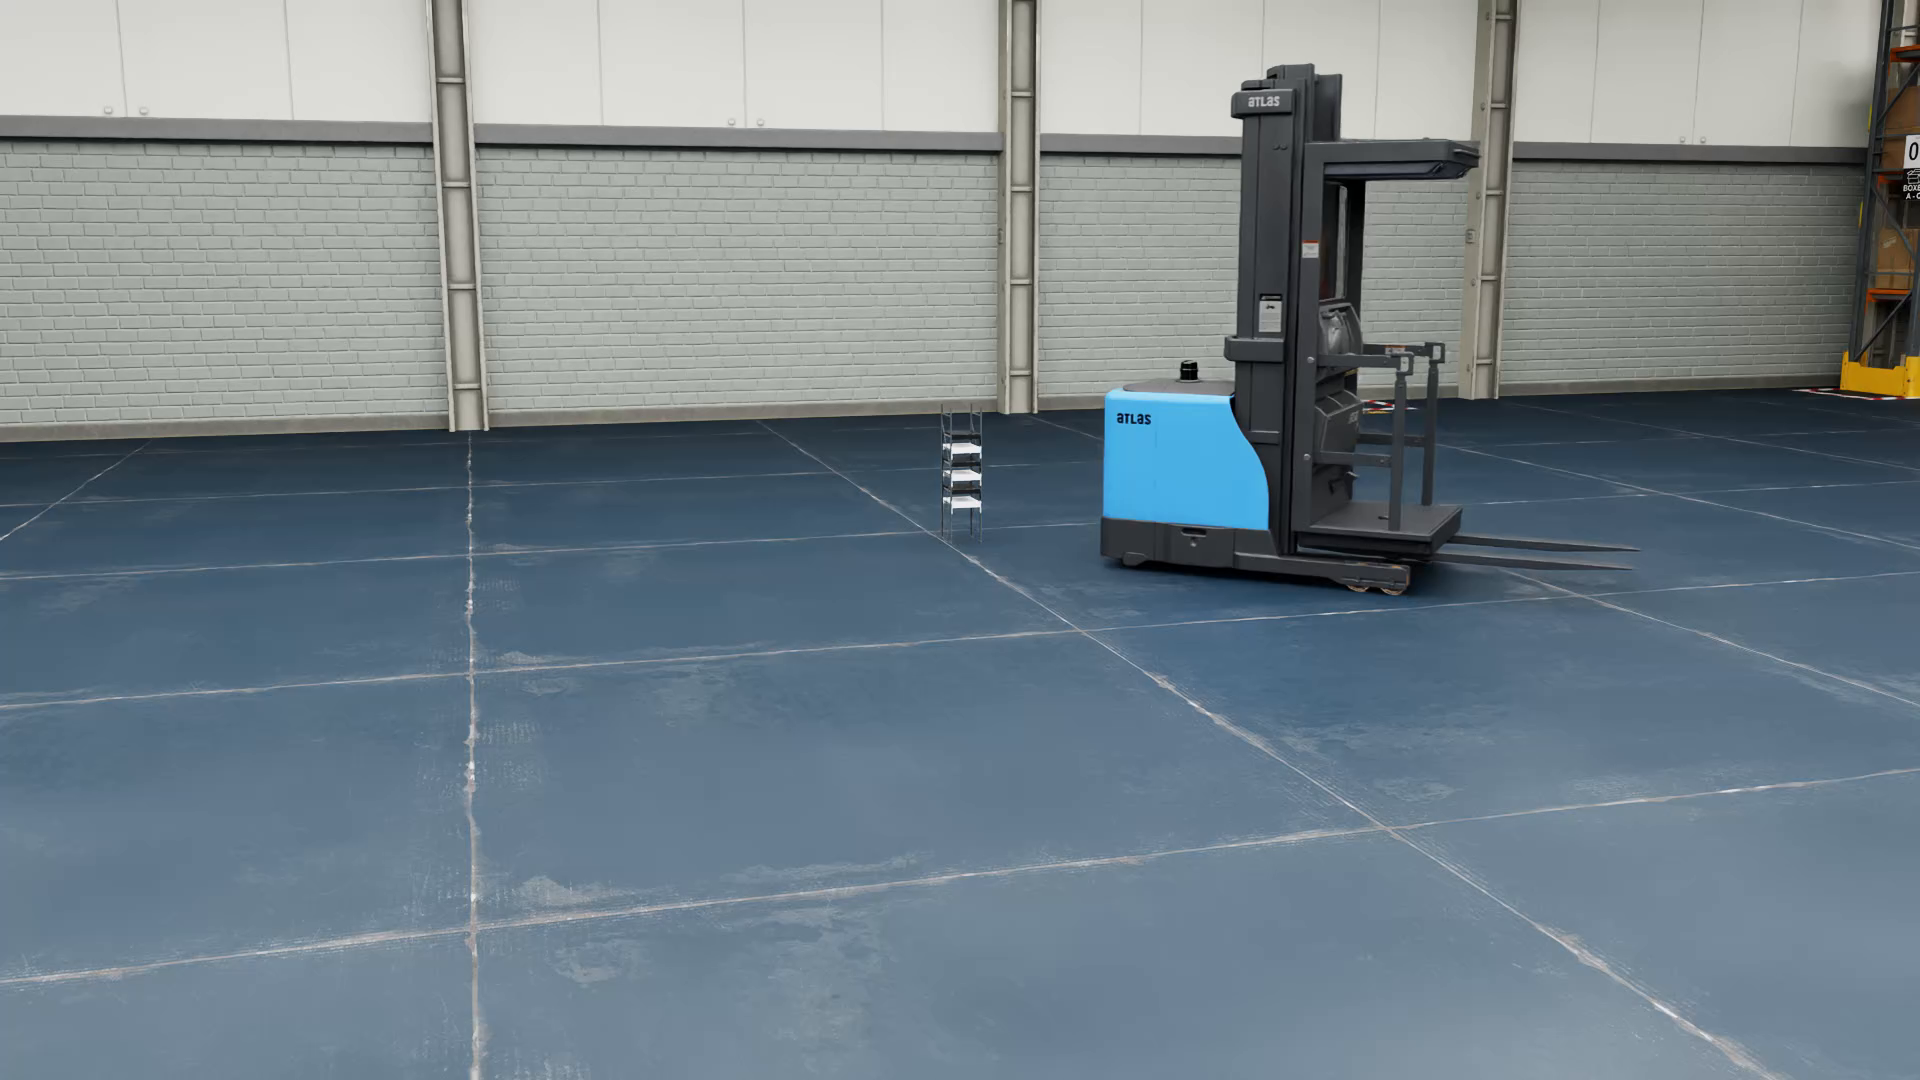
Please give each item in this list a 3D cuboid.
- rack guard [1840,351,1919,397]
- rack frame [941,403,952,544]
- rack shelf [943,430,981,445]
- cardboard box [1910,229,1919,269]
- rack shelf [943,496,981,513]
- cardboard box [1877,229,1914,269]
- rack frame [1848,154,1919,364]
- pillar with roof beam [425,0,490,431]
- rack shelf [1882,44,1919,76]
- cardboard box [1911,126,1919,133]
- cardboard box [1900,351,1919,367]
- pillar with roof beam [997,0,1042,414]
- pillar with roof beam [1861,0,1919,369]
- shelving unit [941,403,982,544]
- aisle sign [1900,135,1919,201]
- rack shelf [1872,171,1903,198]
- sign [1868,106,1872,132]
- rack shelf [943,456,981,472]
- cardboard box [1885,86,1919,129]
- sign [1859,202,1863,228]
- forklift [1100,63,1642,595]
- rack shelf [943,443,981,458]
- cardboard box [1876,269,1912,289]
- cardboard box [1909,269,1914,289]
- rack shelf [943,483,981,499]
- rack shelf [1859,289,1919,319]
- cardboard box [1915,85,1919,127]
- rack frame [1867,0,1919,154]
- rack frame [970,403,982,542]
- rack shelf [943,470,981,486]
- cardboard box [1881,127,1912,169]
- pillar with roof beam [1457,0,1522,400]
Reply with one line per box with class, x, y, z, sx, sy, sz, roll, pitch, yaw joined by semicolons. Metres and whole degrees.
rack guard;11.818;-2.128;21.226;0.348;0.500;1.175;-3;11;-16
rack frame;-0.090;-0.438;10.939;0.006;0.900;0.240;-3;11;-16
rack shelf;0.008;-0.676;10.924;0.200;0.077;0.258;-3;11;-16
cardboard box;12.287;-3.630;20.770;0.500;0.500;0.500;-3;11;-16
rack shelf;0.008;-0.233;11.006;0.200;0.077;0.258;-3;11;-16
cardboard box;12.138;-3.719;21.253;0.500;0.500;0.500;-3;11;-17
rack frame;11.745;-3.354;20.979;0.127;3.000;1.000;-3;11;-16
pillar with roof beam;-3.904;-4.831;12.432;0.400;9.000;9.100;-3;11;-16
rack shelf;13.665;-6.050;21.051;4.000;0.370;1.077;-3;11;-16
cardboard box;12.136;-4.861;20.552;0.500;0.500;0.500;-3;11;-14
cardboard box;12.435;-2.267;21.287;0.500;0.311;0.500;-4;11;-22
pillar with roof beam;1.857;-5.134;14.081;0.400;9.000;9.100;-3;11;-16
pillar with roof beam;13.379;-5.742;17.380;0.400;9.000;9.100;-3;11;-16
shelving unit;0.008;-0.443;10.967;0.210;0.900;0.258;-3;11;-16
aisle sign;11.760;-4.576;20.440;0.004;0.787;0.394;-3;11;-16
rack shelf;13.665;-4.576;21.322;4.000;0.370;1.077;-3;11;-16
sign;11.609;-5.362;21.156;0.005;0.325;0.100;-3;11;-16
rack shelf;0.008;-0.499;10.957;0.200;0.077;0.258;-3;11;-16
cardboard box;12.086;-5.447;20.971;0.500;0.500;0.500;-3;11;-13
sign;11.609;-4.176;21.375;0.005;0.325;0.100;-3;11;-16
forklift;2.413;-1.241;9.691;3.031;2.935;1.130;5;12;25
rack shelf;0.008;-0.587;10.941;0.200;0.077;0.258;-3;11;-16
cardboard box;12.140;-3.347;21.302;0.500;0.250;0.500;-3;11;-15
cardboard box;12.302;-3.259;20.825;0.500;0.250;0.500;-3;11;-18
rack shelf;0.008;-0.322;10.990;0.200;0.077;0.258;-3;11;-16
rack shelf;13.665;-3.101;21.594;4.000;0.370;1.077;-3;11;-16
cardboard box;12.183;-5.357;20.482;0.500;0.500;0.500;-4;11;-20
rack frame;11.745;-6.304;20.435;0.127;3.000;1.000;-3;11;-16
rack frame;0.105;-0.448;10.995;0.006;0.900;0.240;-3;11;-16
rack shelf;0.008;-0.410;10.973;0.200;0.077;0.258;-3;11;-16
cardboard box;12.075;-4.953;21.050;0.500;0.500;0.500;-2;11;-12
pillar with roof beam;7.618;-5.438;15.730;0.400;9.000;9.100;-3;11;-16
